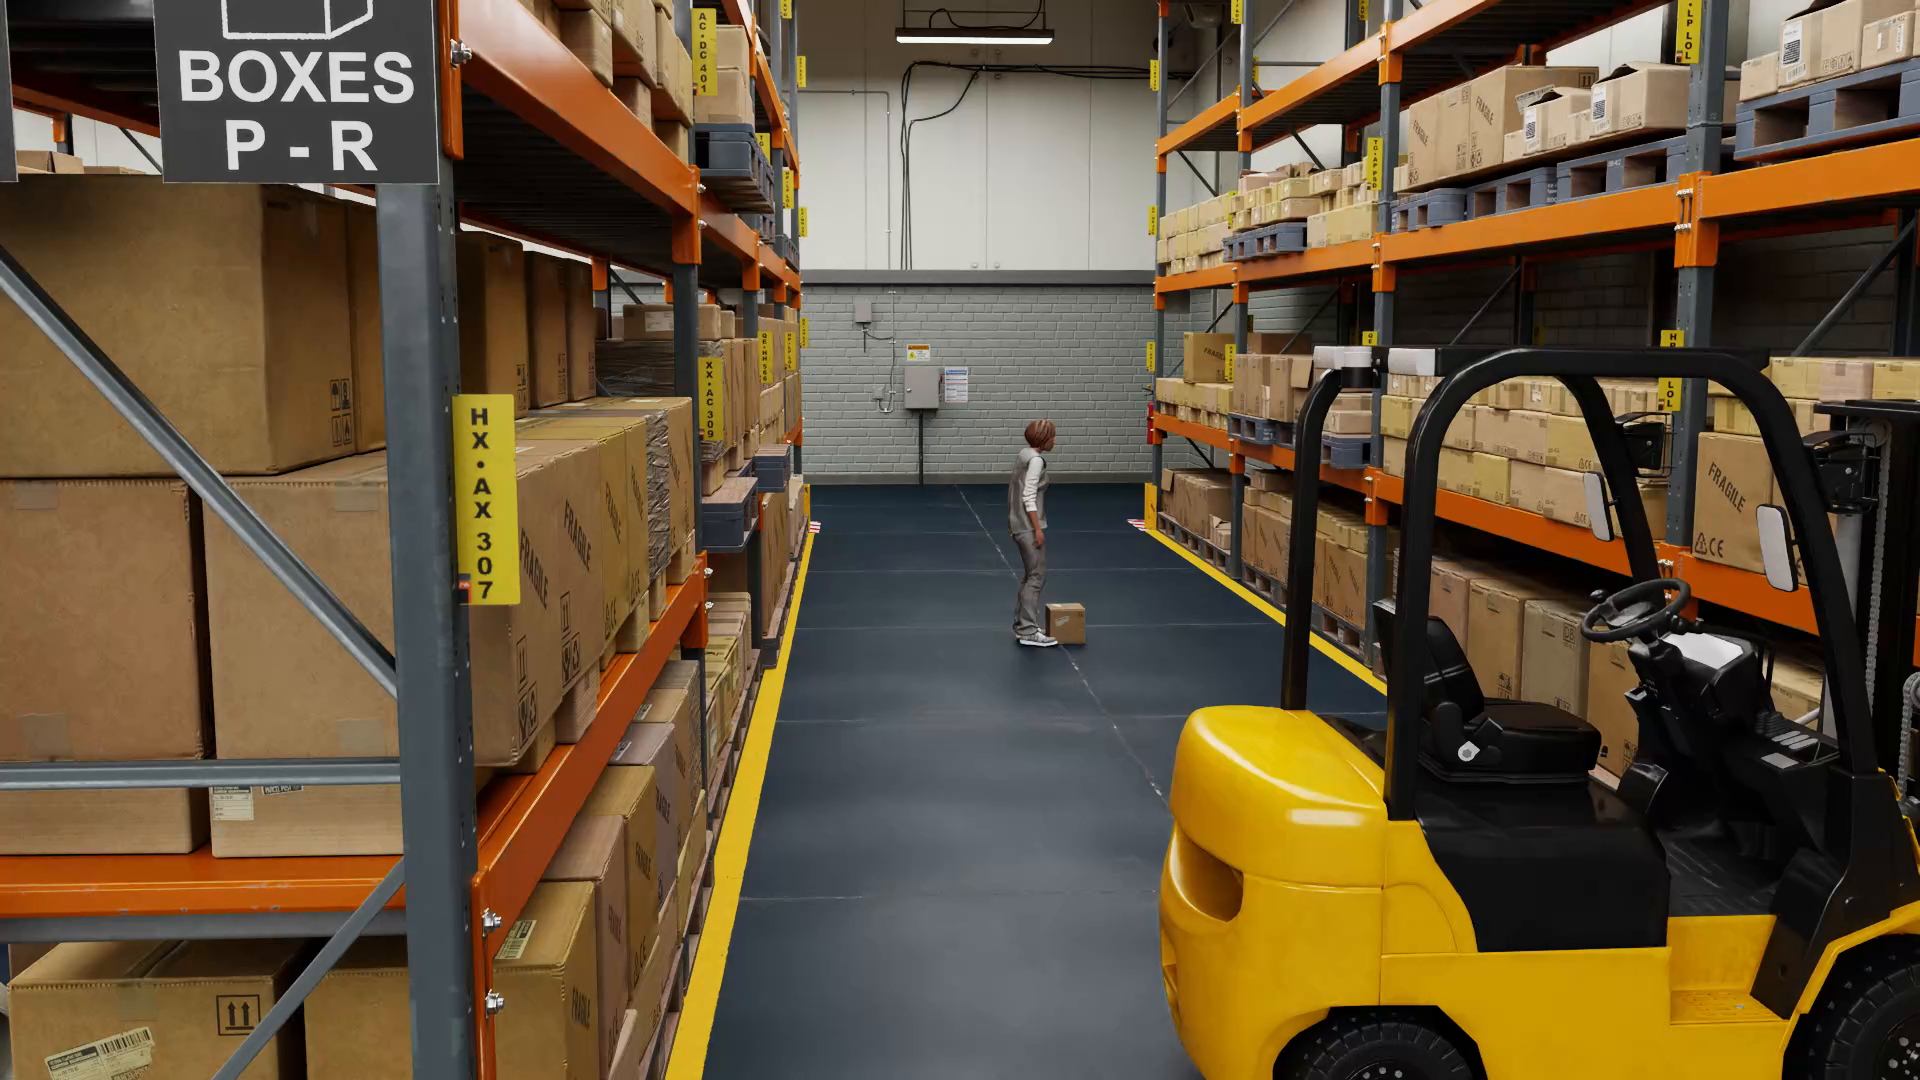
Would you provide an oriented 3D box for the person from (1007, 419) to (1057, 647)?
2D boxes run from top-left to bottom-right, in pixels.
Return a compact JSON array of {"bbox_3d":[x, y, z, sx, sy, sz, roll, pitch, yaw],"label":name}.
[{"bbox_3d":[0.509,-0.063,11.811,0.345,1.593,0.460,0,7,-3],"label":"person"}]
